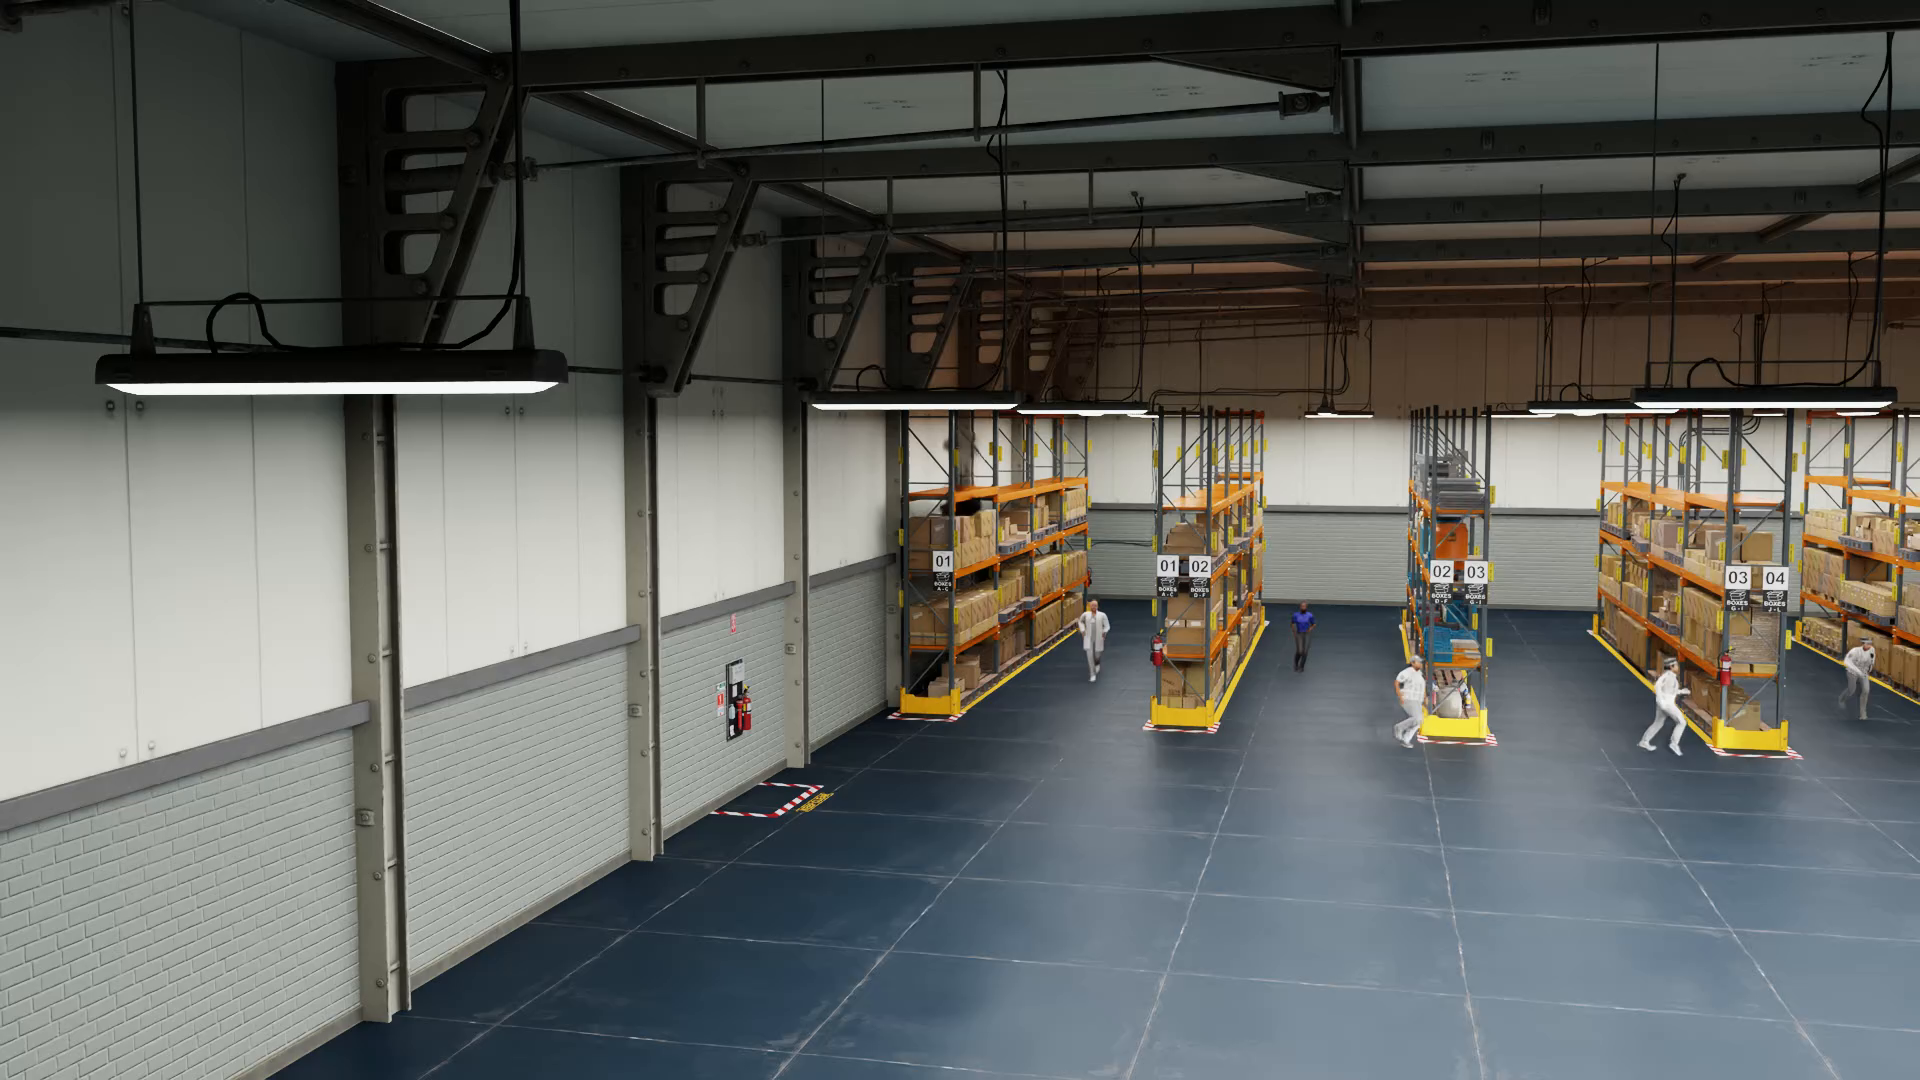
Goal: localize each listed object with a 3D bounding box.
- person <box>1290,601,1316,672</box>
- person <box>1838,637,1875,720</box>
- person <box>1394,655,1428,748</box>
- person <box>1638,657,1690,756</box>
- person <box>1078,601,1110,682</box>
[{"bbox_3d":[7.779,2.213,37.712,0.541,1.608,0.573,1,4,8],"label":"person"},{"bbox_3d":[17.385,2.634,32.261,0.654,1.627,0.966,0,4,-4],"label":"person"},{"bbox_3d":[8.004,2.831,29.243,0.645,1.595,0.512,-3,5,-37],"label":"person"},{"bbox_3d":[12.124,2.852,28.583,0.818,1.709,0.605,1,4,17],"label":"person"},{"bbox_3d":[2.958,2.219,36.830,0.711,1.765,0.880,1,4,7],"label":"person"}]
